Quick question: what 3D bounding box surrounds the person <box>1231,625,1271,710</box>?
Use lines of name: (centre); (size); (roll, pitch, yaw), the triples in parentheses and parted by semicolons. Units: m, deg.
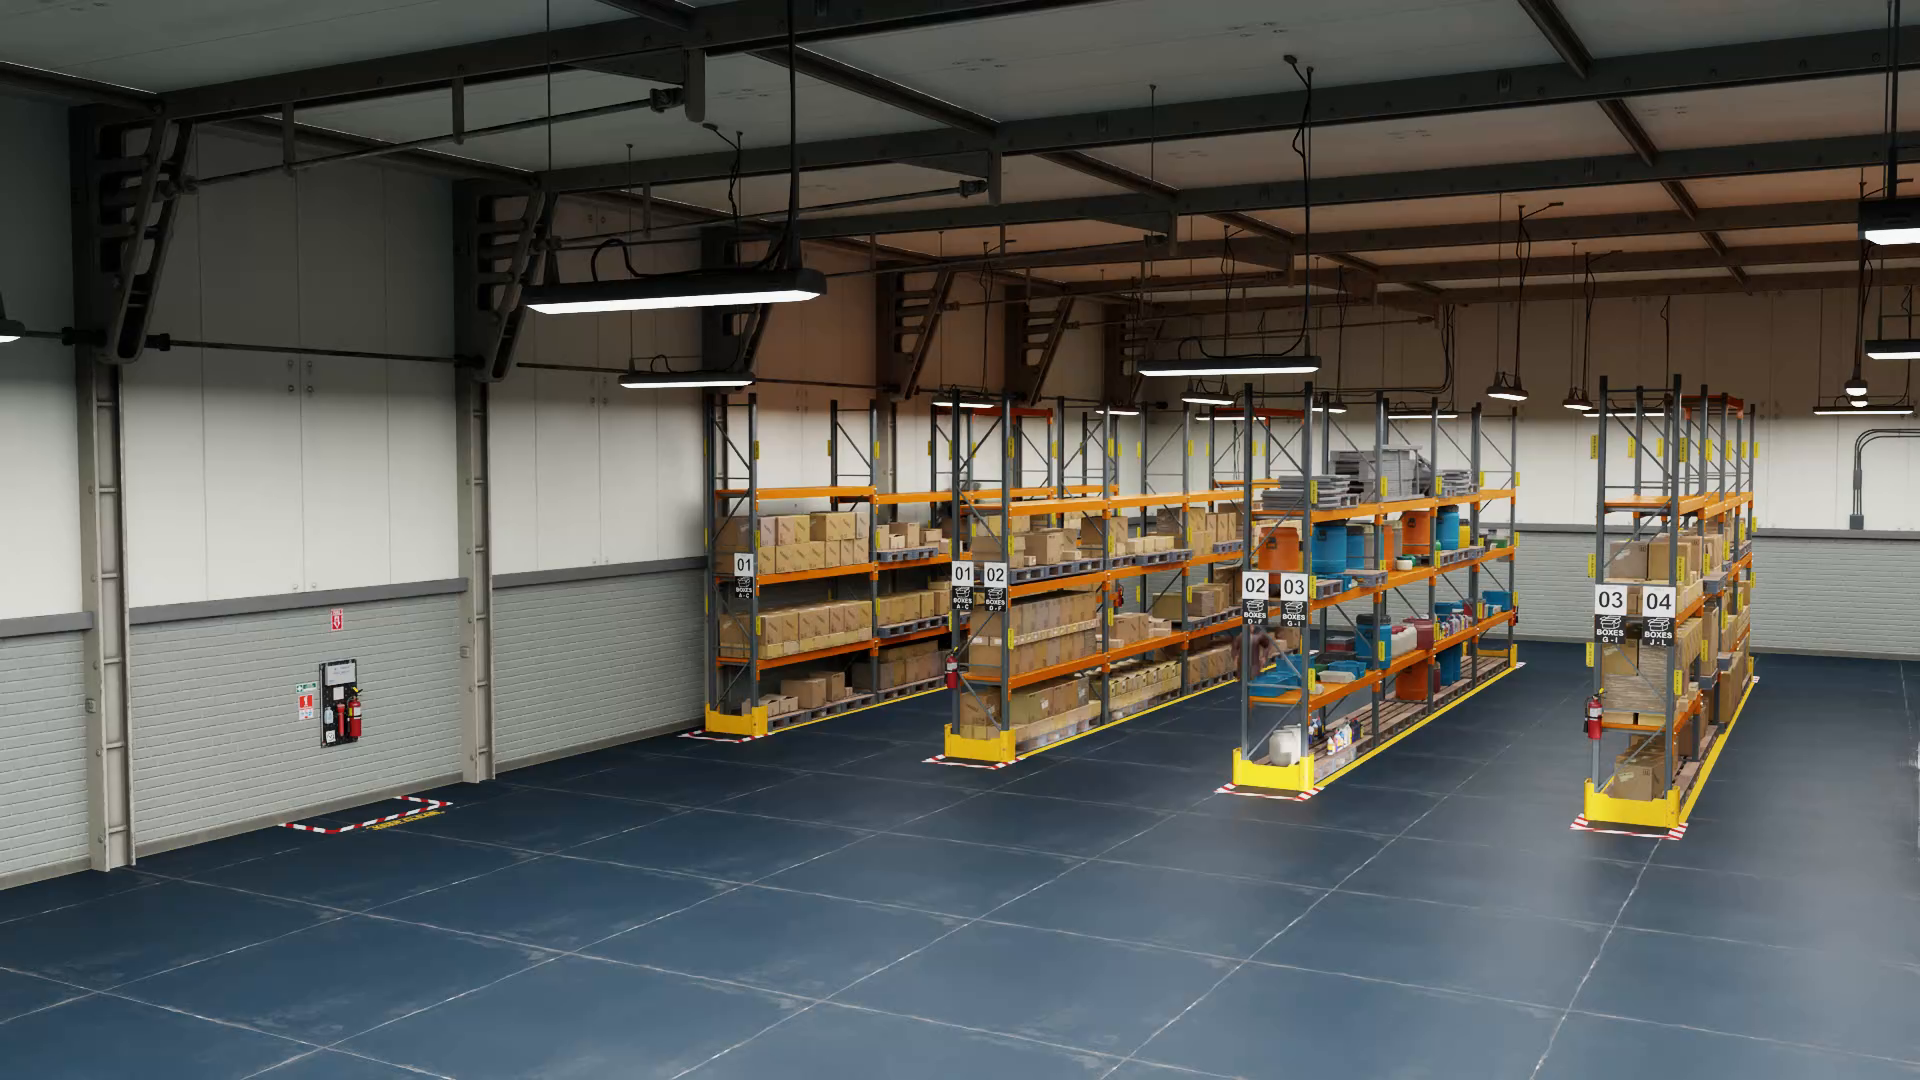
person: (5.522, 2.432, 31.675); (0.724, 1.765, 0.956); (1, 3, 19)
